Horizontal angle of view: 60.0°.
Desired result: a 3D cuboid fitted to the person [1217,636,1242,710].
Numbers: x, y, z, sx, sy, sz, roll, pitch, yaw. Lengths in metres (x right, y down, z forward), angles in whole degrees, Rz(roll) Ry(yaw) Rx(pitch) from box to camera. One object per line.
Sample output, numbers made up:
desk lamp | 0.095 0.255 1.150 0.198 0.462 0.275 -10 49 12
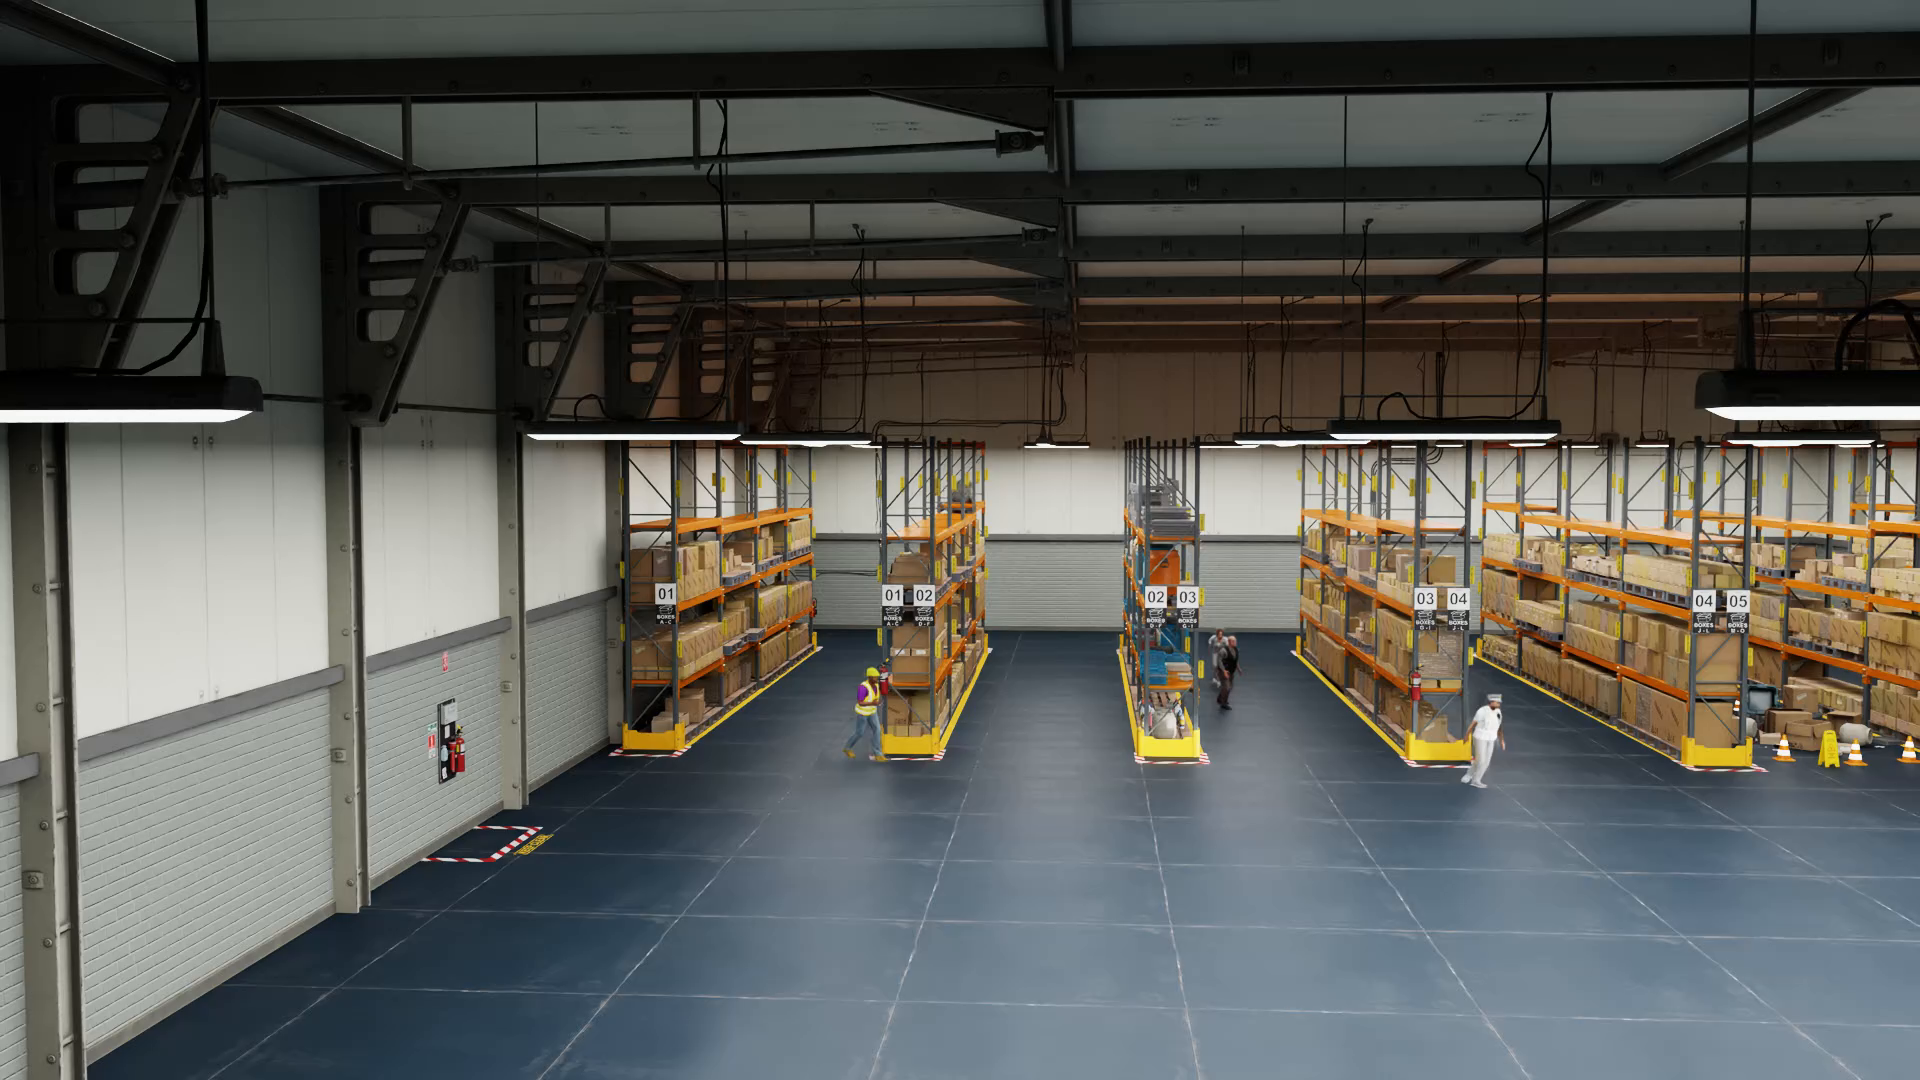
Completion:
person | 5.879 2.937 36.869 0.662 1.668 0.779 -2 4 -36

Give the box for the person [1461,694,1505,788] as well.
person | 8.893 3.408 28.248 0.613 1.632 0.557 -1 3 -23

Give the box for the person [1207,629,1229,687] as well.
person | 6.290 2.837 40.427 0.542 1.410 0.999 0 3 6

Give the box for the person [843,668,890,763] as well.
person | -1.747 3.214 30.607 0.961 1.757 0.624 2 4 37

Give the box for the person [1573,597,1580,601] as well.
person | 18.228 2.400 48.701 0.825 1.469 0.585 -2 4 -30
